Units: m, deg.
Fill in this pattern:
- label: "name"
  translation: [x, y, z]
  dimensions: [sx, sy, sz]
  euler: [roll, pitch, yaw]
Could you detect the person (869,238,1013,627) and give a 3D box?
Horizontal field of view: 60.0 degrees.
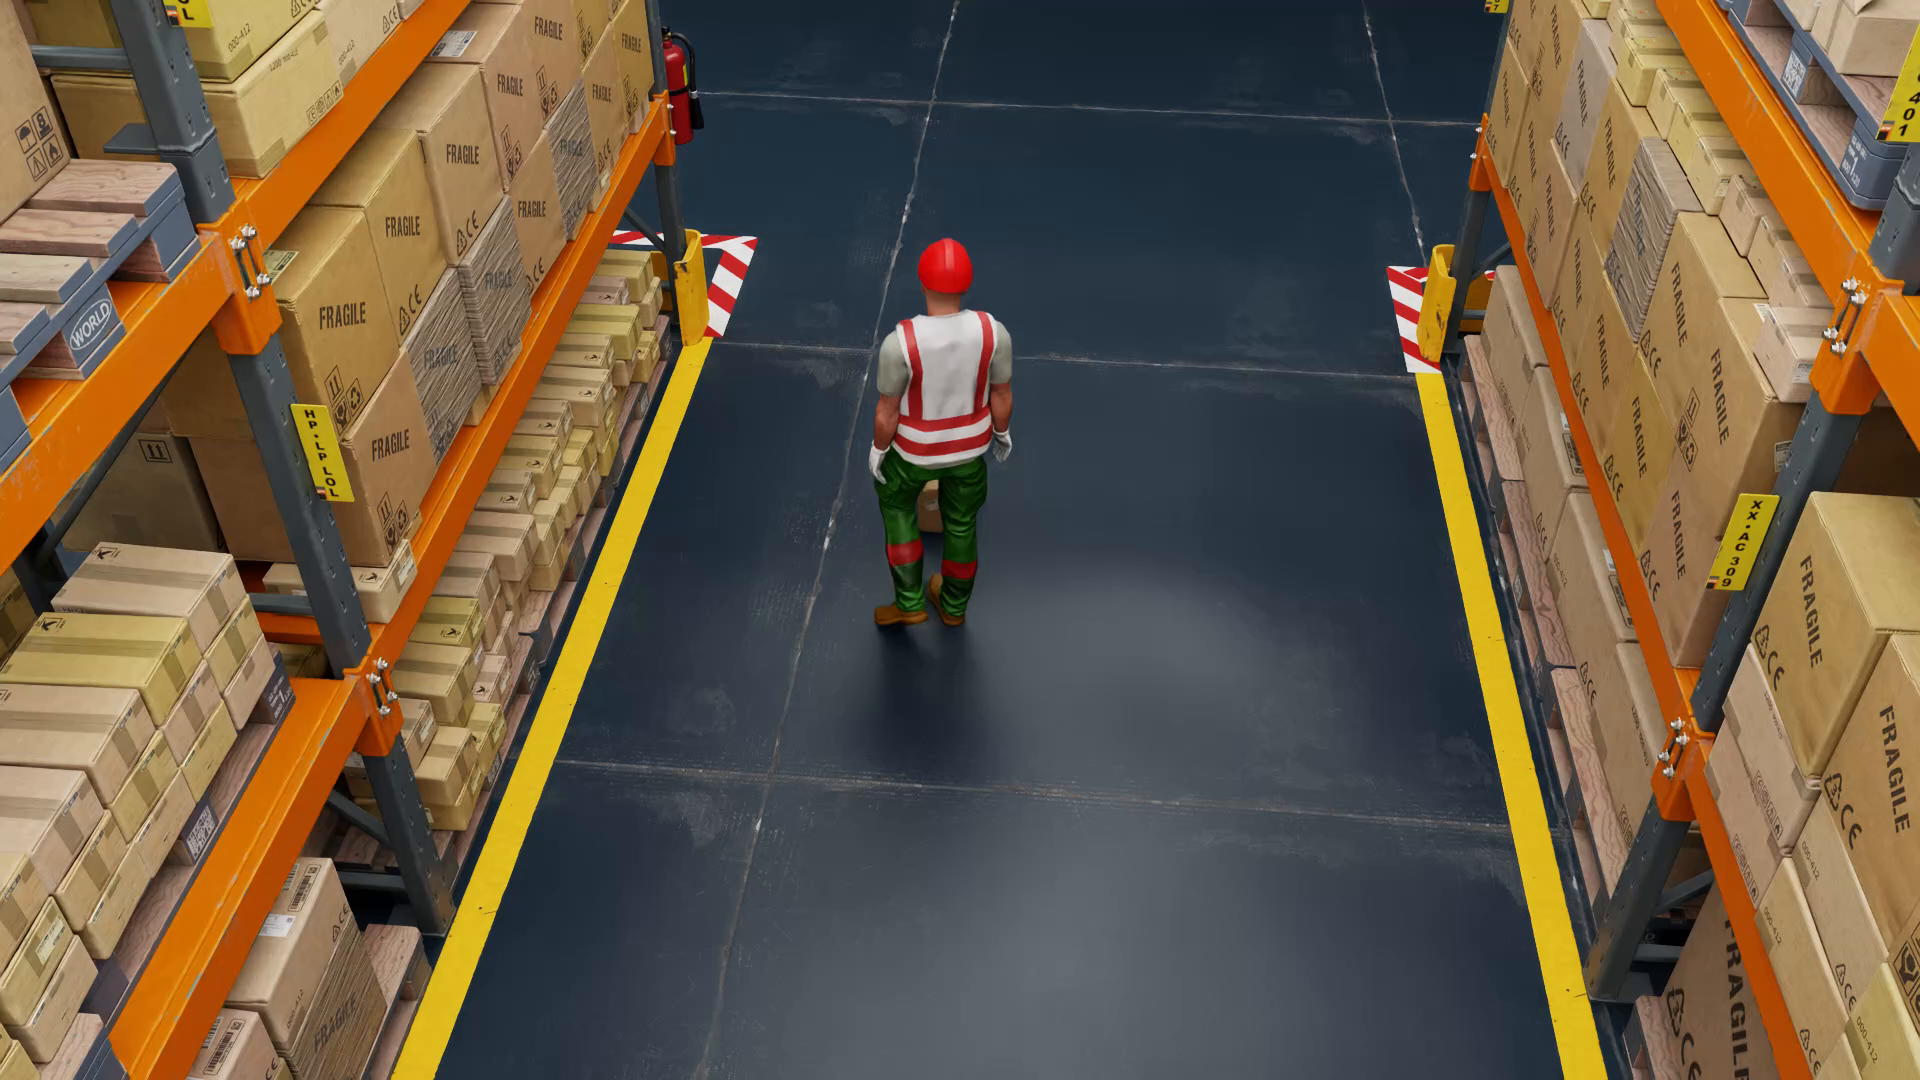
- label: "person"
  translation: [-0.079, -0.389, 6.591]
  dimensions: [0.592, 1.794, 0.387]
  euler: [-10, 41, -11]
